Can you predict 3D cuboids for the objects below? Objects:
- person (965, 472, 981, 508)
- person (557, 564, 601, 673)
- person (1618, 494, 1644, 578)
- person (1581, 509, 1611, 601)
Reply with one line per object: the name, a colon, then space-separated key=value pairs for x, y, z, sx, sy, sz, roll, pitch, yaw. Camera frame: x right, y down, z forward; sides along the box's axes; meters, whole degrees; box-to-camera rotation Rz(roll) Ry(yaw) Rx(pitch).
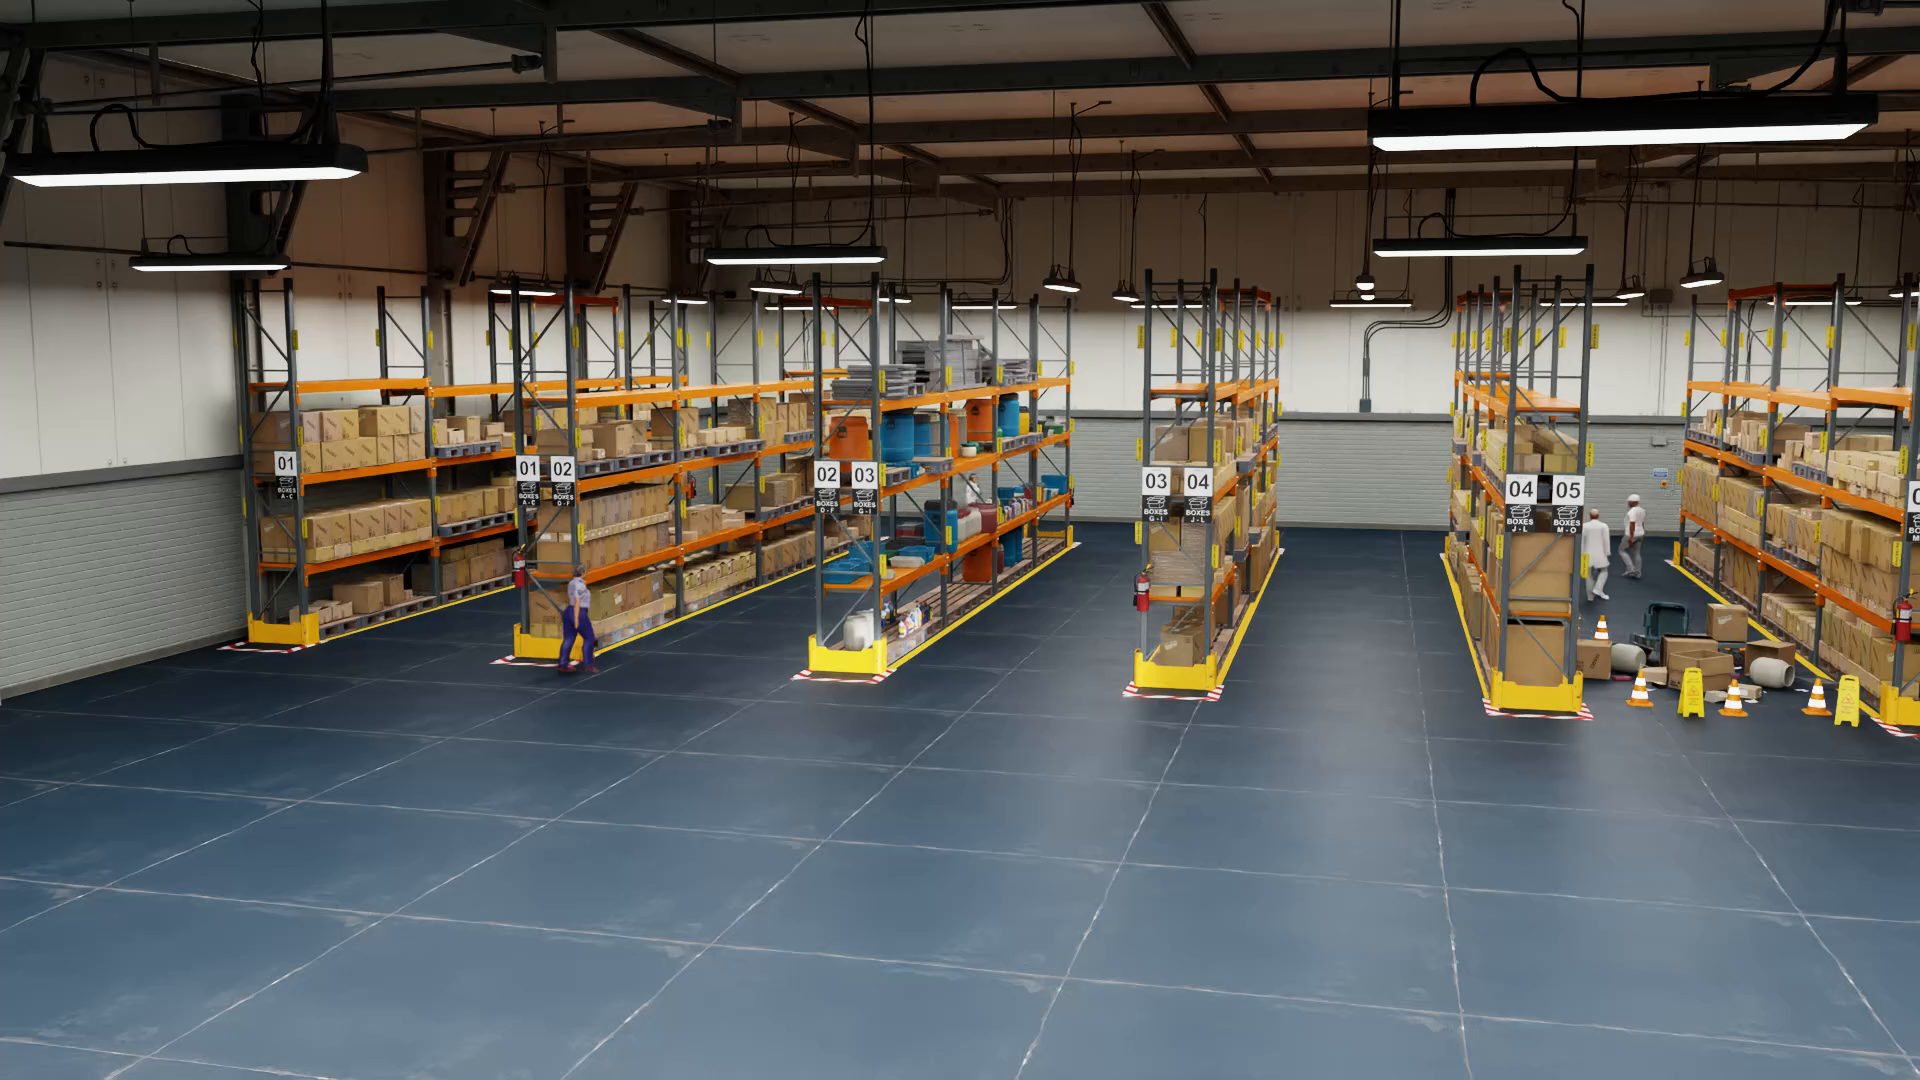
person: x=0.265 y=-0.880 z=41.997 sx=0.508 sy=1.670 sz=0.505 roll=1 pitch=7 yaw=10
person: x=-5.811 y=1.210 z=25.123 sx=0.611 sy=1.684 sz=0.506 roll=-6 pitch=9 yaw=-40
person: x=14.230 y=-0.086 z=35.102 sx=0.585 sy=1.753 sz=0.460 roll=-4 pitch=8 yaw=-29
person: x=12.199 y=0.292 z=32.007 sx=0.628 sy=1.777 sz=0.596 roll=3 pitch=8 yaw=24
